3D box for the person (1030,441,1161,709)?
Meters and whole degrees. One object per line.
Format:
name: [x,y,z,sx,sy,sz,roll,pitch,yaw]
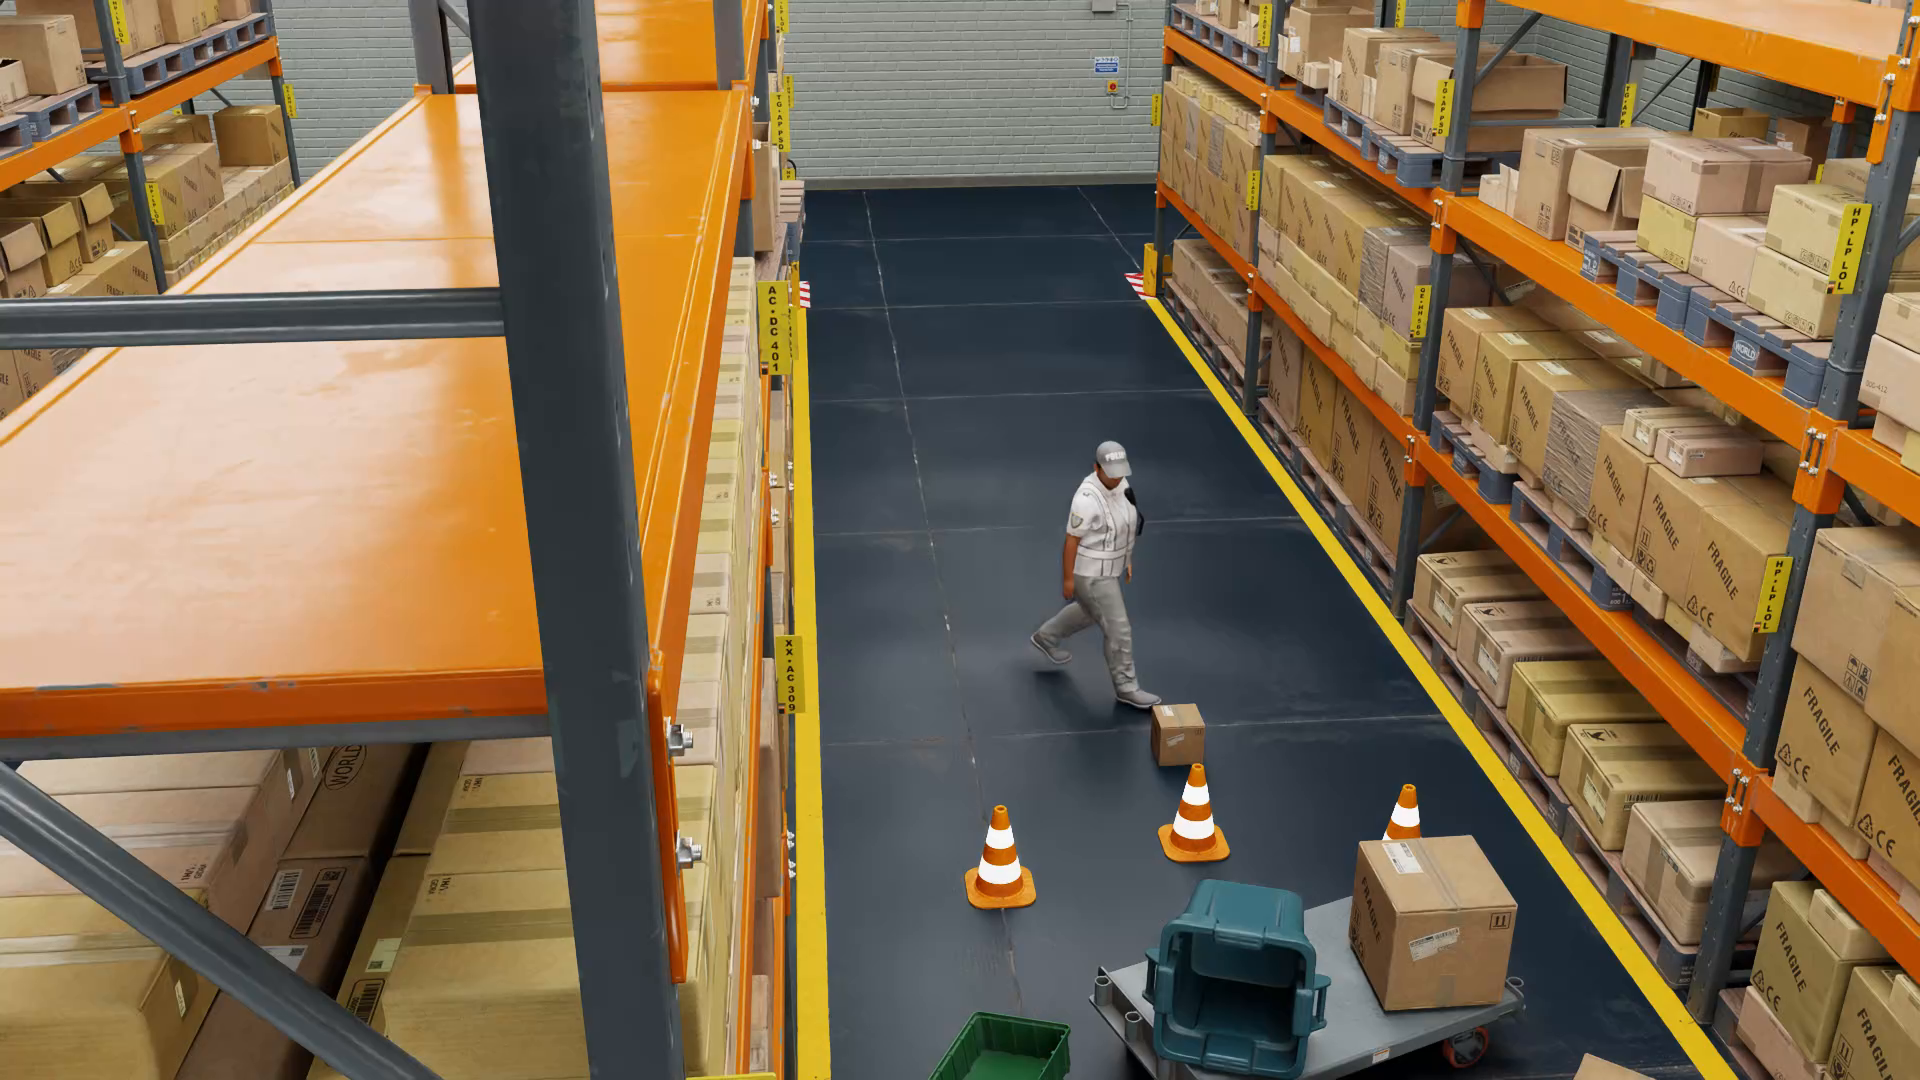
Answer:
person: [0.799,0.158,9.756,0.943,1.623,0.484,13,27,26]
